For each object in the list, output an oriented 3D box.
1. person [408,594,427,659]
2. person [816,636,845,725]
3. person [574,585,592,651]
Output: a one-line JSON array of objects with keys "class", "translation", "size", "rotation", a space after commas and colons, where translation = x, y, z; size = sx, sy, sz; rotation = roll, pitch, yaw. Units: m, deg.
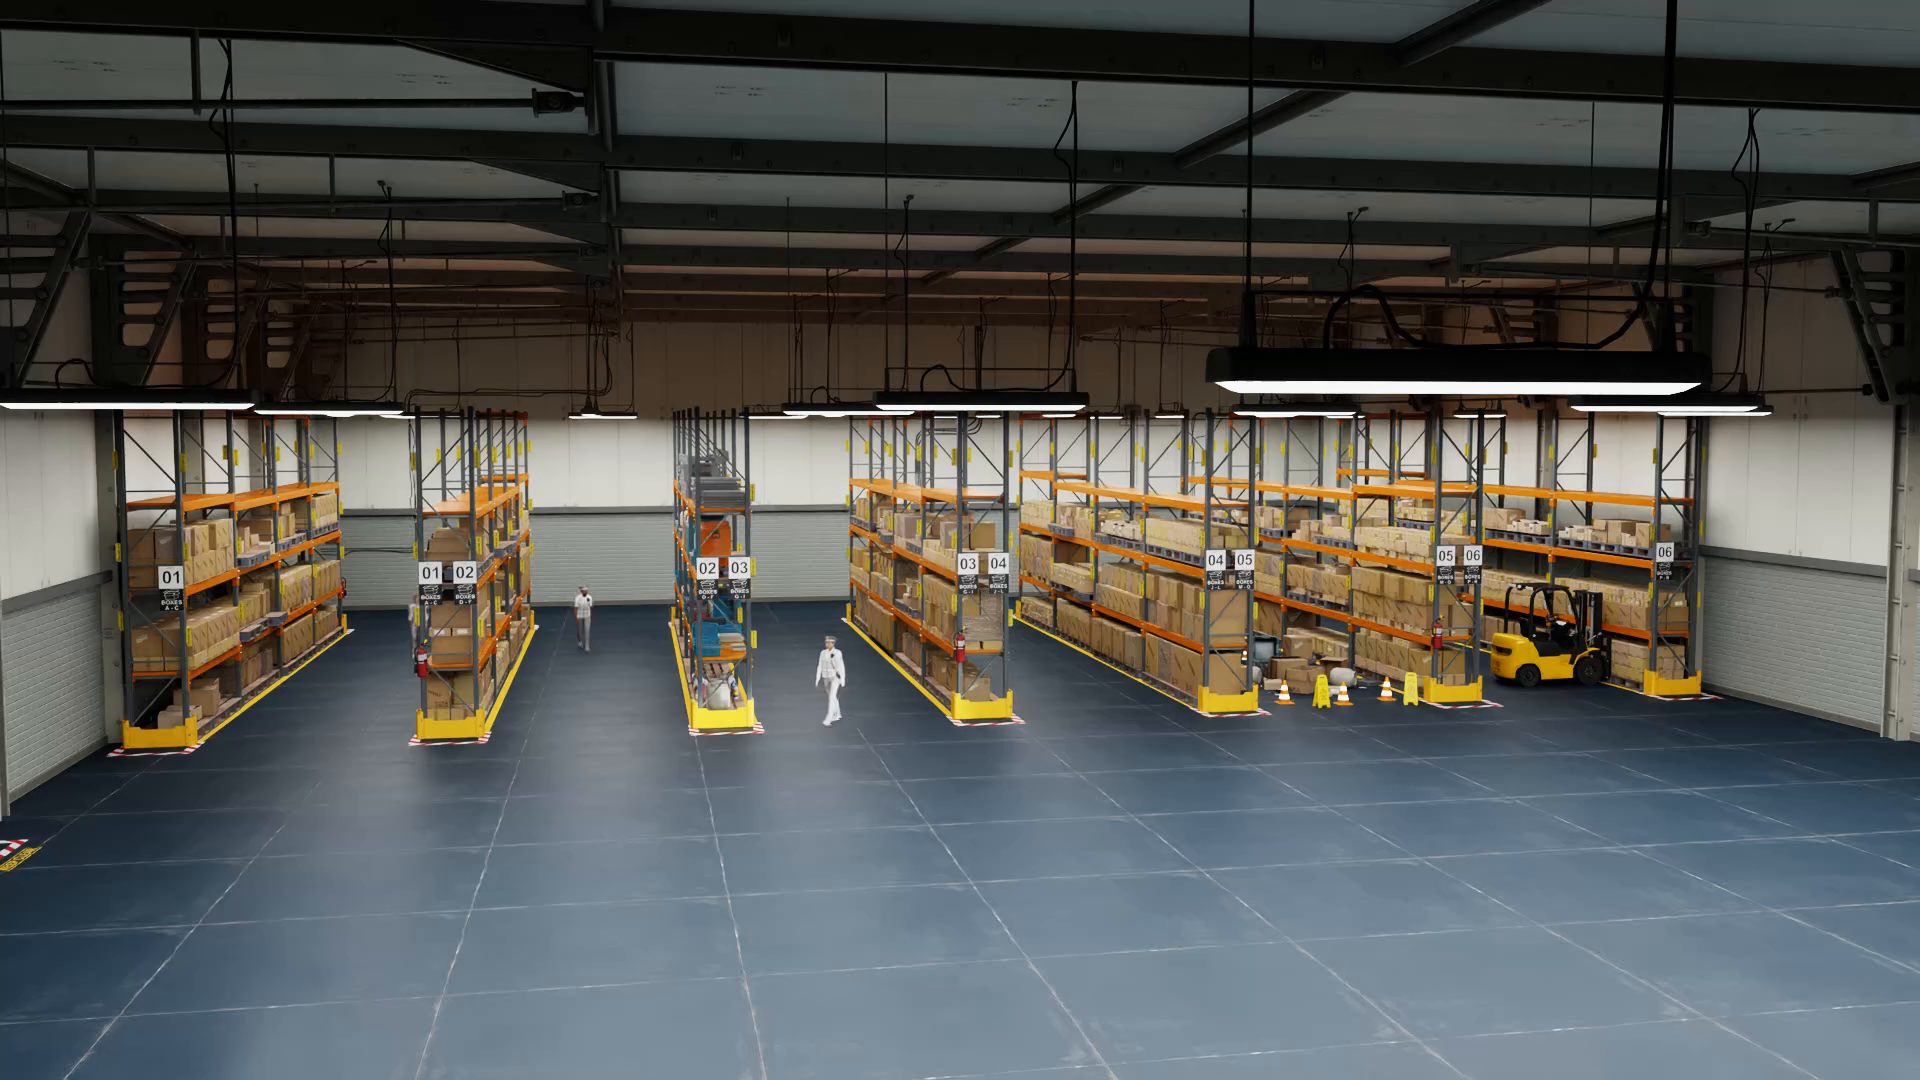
[{"class": "person", "translation": [-13.115, 2.067, 40.243], "size": [0.452, 1.540, 0.969], "rotation": [-1, 4, -13]}, {"class": "person", "translation": [-2.497, 2.639, 31.596], "size": [0.506, 1.651, 0.824], "rotation": [3, 5, 34]}, {"class": "person", "translation": [-9.435, 1.929, 41.664], "size": [0.436, 1.618, 1.045], "rotation": [-1, 4, -12]}]
